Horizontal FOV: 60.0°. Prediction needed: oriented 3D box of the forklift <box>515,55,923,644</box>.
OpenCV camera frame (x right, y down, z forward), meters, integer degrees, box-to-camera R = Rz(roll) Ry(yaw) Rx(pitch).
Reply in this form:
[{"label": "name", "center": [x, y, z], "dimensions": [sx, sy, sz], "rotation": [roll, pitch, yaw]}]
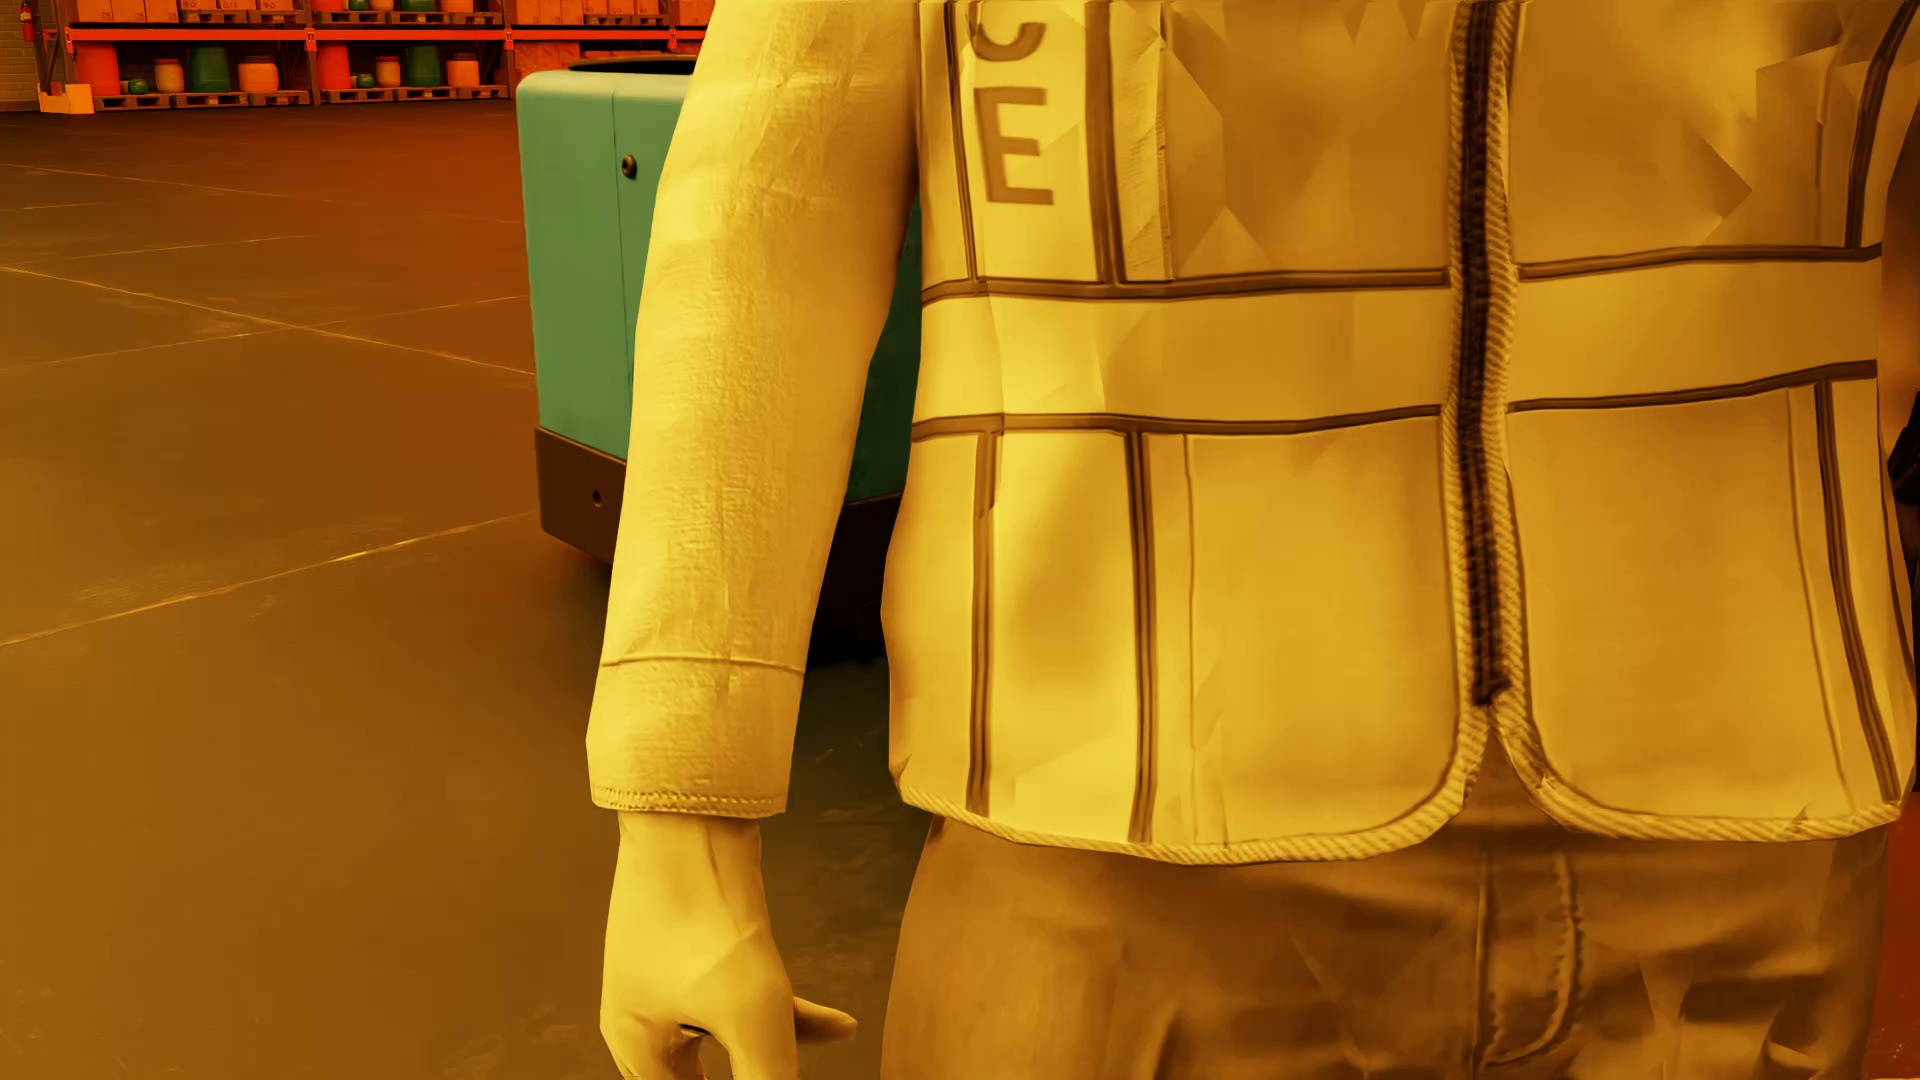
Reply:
[{"label": "forklift", "center": [0.506, -1.533, 3.945], "dimensions": [3.031, 2.935, 1.130], "rotation": [-13, 21, -37]}]
